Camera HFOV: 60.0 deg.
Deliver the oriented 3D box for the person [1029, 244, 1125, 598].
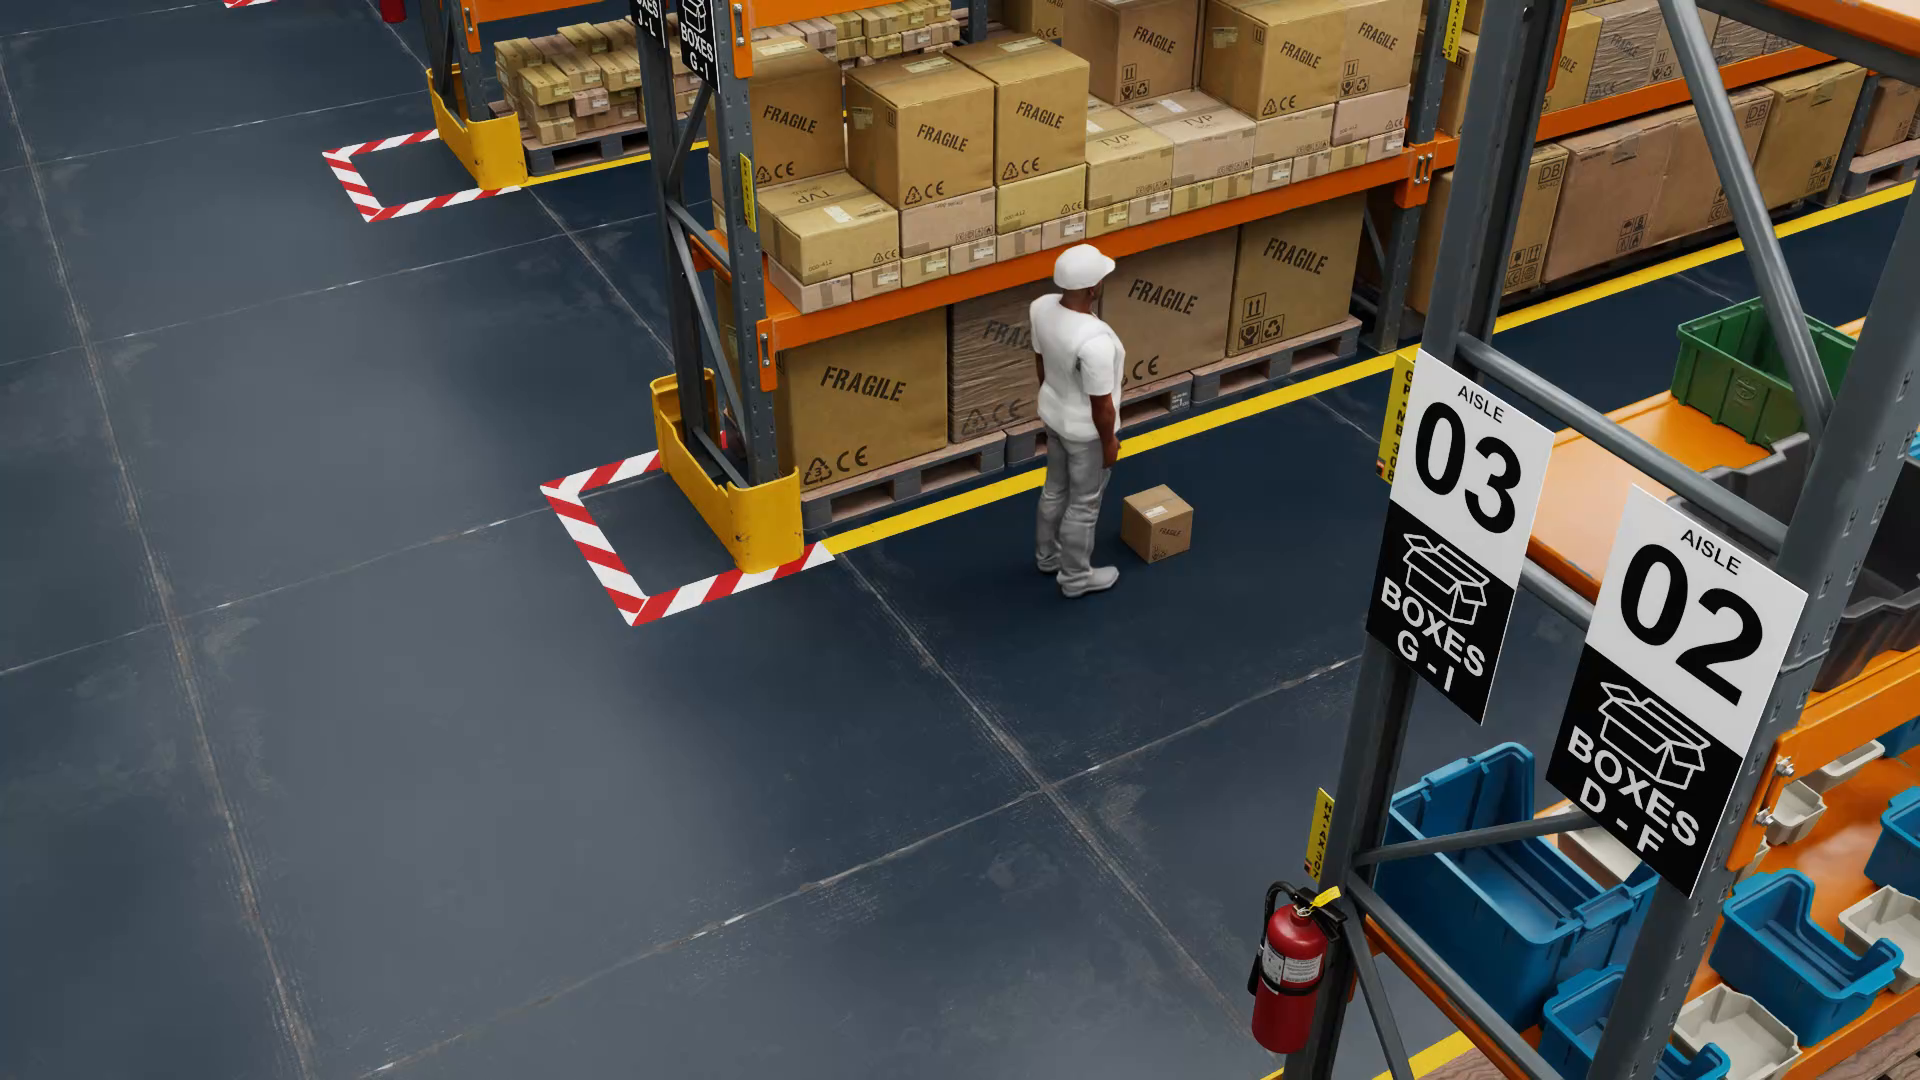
[{"bbox_3d":[0.542,-0.552,7.636,0.363,1.768,0.563,-18,40,-23],"label":"person"}]
